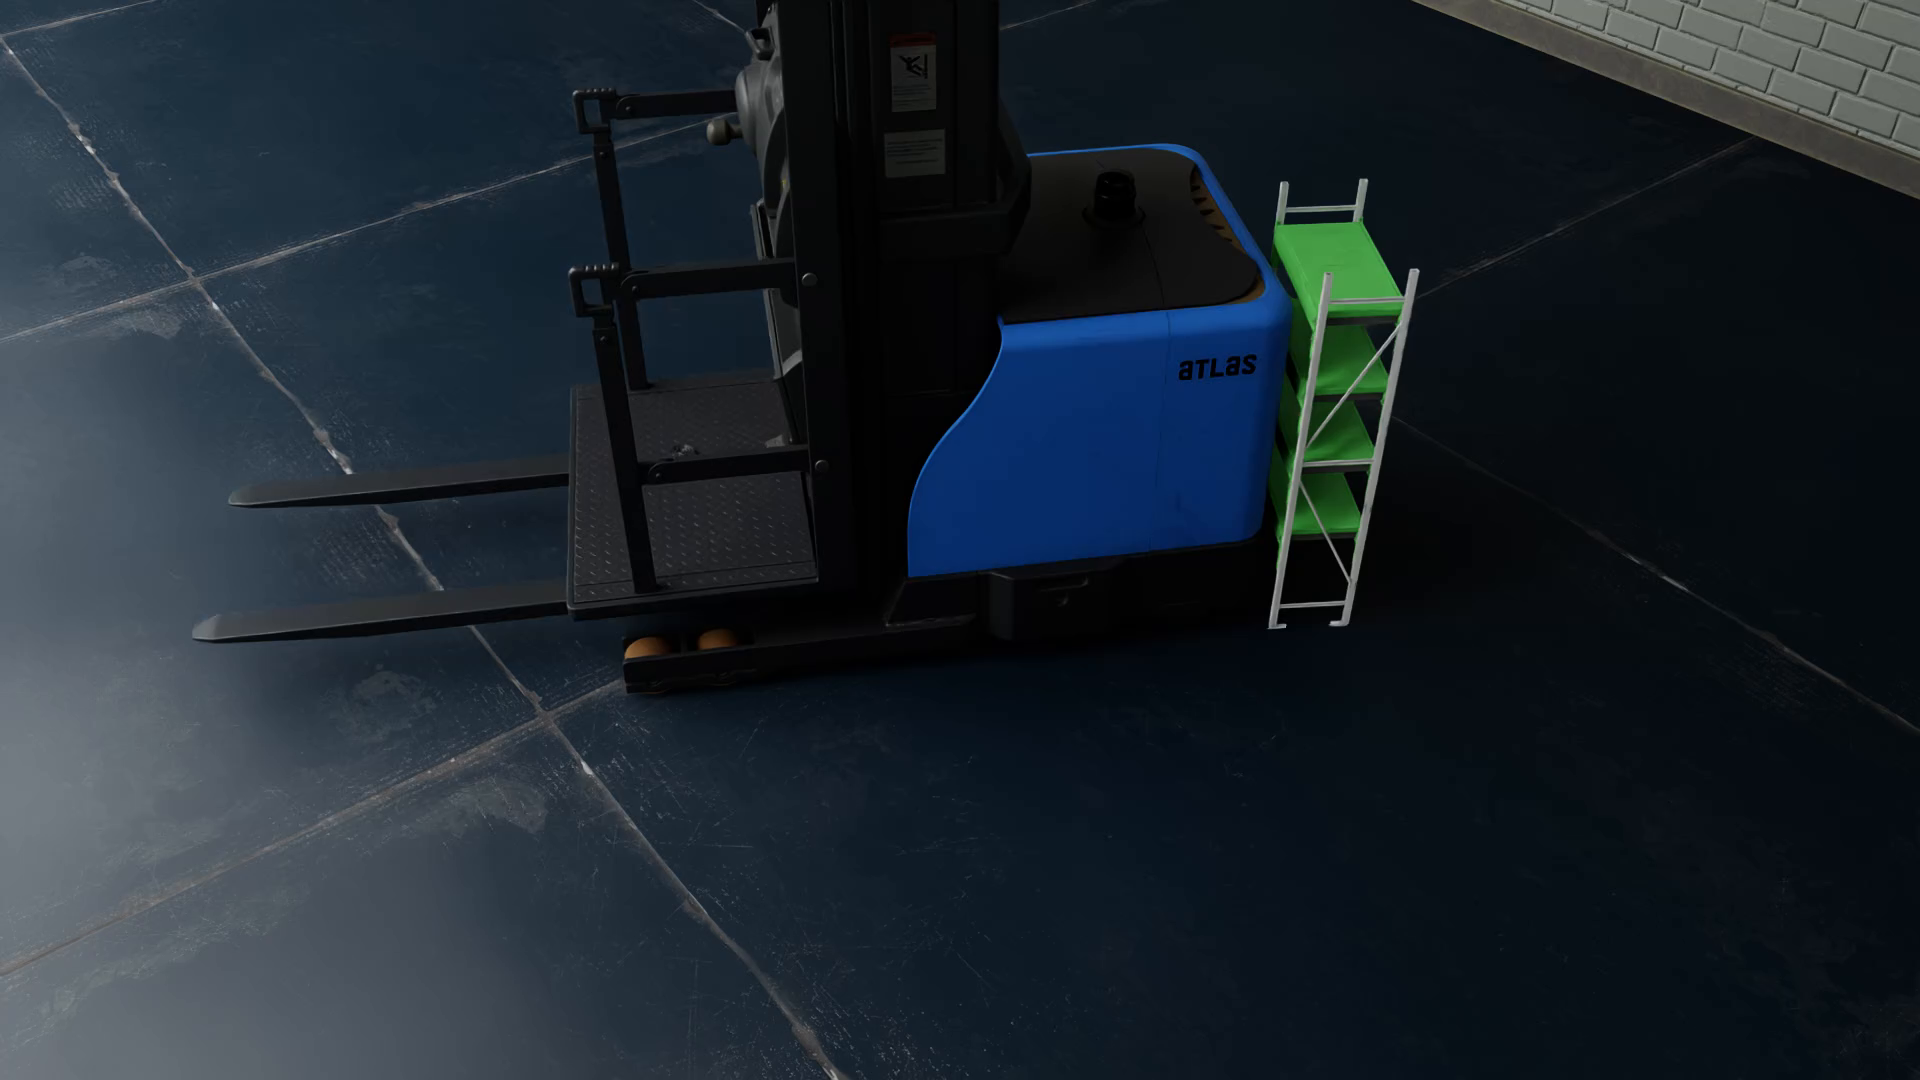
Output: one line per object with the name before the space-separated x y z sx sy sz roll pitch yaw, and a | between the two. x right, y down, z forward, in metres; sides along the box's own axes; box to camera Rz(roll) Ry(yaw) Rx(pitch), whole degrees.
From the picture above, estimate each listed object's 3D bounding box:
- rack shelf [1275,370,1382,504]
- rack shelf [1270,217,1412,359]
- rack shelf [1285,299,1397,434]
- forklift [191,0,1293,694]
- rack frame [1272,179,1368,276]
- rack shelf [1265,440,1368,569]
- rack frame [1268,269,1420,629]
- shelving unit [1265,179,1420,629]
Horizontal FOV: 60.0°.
rack shelf | 1.017 -0.315 4.788 0.258 0.148 0.480 -3 39 -3
rack shelf | 1.017 -0.686 4.484 0.258 0.148 0.480 -3 39 -3
rack shelf | 1.017 -0.500 4.636 0.258 0.148 0.480 -3 39 -3
forklift | -0.676 -1.058 4.229 3.031 2.935 1.130 -6 40 -7
rack frame | 0.999 -0.518 4.936 0.240 1.200 0.015 -3 39 -3
rack shelf | 1.017 -0.129 4.941 0.258 0.148 0.480 -3 39 -3
rack frame | 1.035 -0.210 4.560 0.240 1.200 0.015 -3 39 -3
shelving unit | 1.017 -0.364 4.748 0.258 1.200 0.503 -3 39 -3
